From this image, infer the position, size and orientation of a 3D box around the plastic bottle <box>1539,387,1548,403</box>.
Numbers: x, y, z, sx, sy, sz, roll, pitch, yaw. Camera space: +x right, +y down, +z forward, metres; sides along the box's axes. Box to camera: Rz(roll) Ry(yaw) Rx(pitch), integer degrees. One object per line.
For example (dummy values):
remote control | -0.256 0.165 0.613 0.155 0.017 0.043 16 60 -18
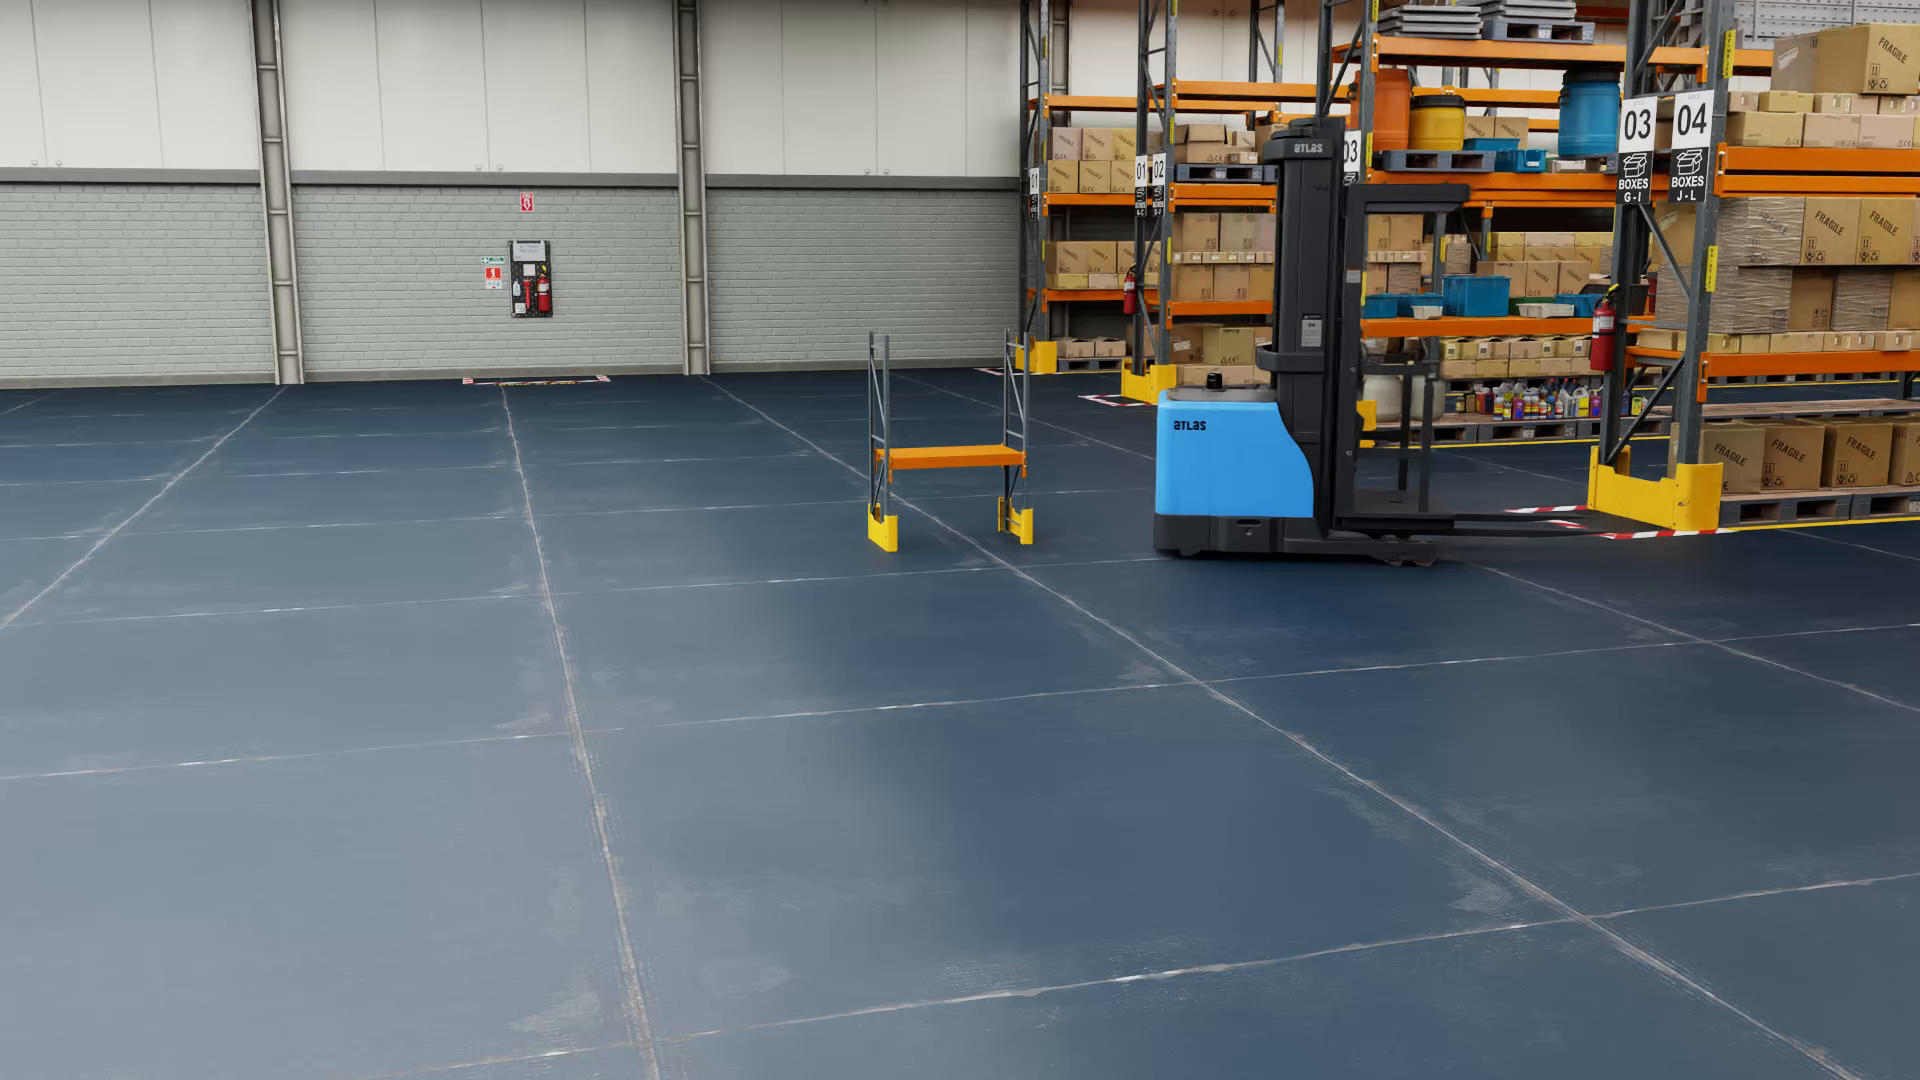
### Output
plastic bottle | 6.563 -1.587 18.704 0.097 0.271 0.097 0 10 0

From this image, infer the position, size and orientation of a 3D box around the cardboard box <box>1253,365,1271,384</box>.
cardboard box | 4.081 -2.258 22.460 0.500 0.250 0.500 -3 11 -16

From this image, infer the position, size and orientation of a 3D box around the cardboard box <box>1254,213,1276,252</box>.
cardboard box | 4.034 -4.128 22.327 0.500 0.500 0.700 -3 11 -16

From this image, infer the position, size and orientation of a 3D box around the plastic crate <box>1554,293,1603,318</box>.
plastic crate | 6.779 -2.529 17.908 0.616 0.251 0.499 -3 11 -16

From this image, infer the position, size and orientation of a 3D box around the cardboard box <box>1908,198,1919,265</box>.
cardboard box | 7.354 -2.385 12.859 0.500 0.500 0.500 -3 11 -16

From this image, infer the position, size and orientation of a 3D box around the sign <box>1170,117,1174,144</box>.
sign | 2.694 -5.211 21.150 0.005 0.325 0.100 -3 11 -16

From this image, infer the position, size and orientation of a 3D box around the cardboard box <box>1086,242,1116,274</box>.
cardboard box | 2.176 -4.525 26.628 0.500 0.500 0.500 -3 11 -16

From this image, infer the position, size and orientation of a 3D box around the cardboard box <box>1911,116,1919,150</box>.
cardboard box | 7.313 -3.101 12.737 0.500 0.250 0.500 -3 11 -14

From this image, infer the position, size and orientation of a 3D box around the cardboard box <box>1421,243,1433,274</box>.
cardboard box | 7.860 -4.837 28.543 0.500 0.500 0.700 -4 11 -21

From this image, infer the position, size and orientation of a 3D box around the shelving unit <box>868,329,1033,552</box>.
shelving unit | -0.073 -0.734 11.890 1.083 1.500 0.587 -3 11 -16

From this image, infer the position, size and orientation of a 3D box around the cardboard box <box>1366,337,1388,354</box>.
cardboard box | 5.517 -2.705 22.816 0.500 0.500 0.500 -3 11 -16

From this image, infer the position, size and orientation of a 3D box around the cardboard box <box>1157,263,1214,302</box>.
cardboard box | 2.996 -3.434 22.141 0.500 0.500 0.700 -3 11 -16

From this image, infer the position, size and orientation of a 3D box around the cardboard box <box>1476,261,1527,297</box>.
cardboard box | 7.633 -3.678 23.465 0.500 0.500 0.500 -2 11 -12

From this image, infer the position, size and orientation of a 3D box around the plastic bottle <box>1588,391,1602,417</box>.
plastic bottle | 6.899 -1.478 18.075 0.133 0.283 0.061 -2 11 -12

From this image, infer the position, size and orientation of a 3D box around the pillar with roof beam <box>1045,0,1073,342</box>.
pillar with roof beam | 2.790 -6.613 23.111 0.400 9.000 9.100 -3 11 -16

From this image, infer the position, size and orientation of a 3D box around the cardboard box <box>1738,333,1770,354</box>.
cardboard box | 5.895 -1.500 12.605 0.250 0.149 0.380 -3 11 -16

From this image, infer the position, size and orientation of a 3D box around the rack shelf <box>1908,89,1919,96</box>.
rack shelf | 15.986 -6.667 25.405 4.000 0.370 1.077 -3 11 -16

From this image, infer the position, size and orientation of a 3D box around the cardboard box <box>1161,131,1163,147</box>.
cardboard box | 3.570 -6.323 26.729 0.500 0.500 0.500 -3 11 -18

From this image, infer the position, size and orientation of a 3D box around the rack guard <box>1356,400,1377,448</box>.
rack guard | 3.985 -1.285 17.647 0.348 0.500 1.175 -3 11 -16

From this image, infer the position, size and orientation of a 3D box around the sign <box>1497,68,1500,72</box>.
sign | 8.998 -7.985 27.765 0.005 0.325 0.100 -3 11 -16

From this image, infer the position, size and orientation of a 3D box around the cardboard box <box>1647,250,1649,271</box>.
cardboard box | 11.818 -4.943 29.457 0.500 0.500 0.500 -3 11 -15

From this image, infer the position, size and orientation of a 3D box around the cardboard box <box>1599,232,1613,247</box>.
cardboard box | 11.317 -5.288 29.262 0.500 0.250 0.500 -3 11 -15

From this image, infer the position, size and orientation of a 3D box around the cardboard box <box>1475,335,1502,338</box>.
cardboard box | 7.671 -2.819 23.959 0.500 0.311 0.500 -3 11 -16

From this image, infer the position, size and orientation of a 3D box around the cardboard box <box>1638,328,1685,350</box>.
cardboard box | 5.525 -1.568 12.975 0.250 0.149 0.380 -3 11 -16

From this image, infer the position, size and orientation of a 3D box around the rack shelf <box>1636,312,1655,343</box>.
rack shelf | 9.686 -2.452 19.070 4.000 0.370 1.077 -3 11 -16

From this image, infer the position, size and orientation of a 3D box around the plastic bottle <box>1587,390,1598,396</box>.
plastic bottle | 6.978 -1.514 18.293 0.135 0.276 0.152 -3 11 -16

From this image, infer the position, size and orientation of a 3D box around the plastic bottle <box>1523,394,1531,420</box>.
plastic bottle | 6.082 -1.432 17.861 0.097 0.271 0.097 0 10 0

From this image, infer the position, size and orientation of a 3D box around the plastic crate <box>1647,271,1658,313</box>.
plastic crate | 8.145 -2.814 18.871 0.583 0.464 0.402 -3 11 -16

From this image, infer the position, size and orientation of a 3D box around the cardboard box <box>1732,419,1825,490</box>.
cardboard box | 6.478 -0.684 13.219 0.500 0.500 0.500 0 10 -1

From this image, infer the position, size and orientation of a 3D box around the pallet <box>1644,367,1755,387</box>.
pallet | 10.953 -2.428 24.655 1.213 0.211 1.003 -3 11 -16

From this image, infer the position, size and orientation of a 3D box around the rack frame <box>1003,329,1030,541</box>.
rack frame | 0.406 -0.759 12.027 0.032 1.500 0.500 -3 11 -16

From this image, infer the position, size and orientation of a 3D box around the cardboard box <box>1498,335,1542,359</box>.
cardboard box | 7.830 -2.725 23.448 0.500 0.311 0.500 -3 11 -18

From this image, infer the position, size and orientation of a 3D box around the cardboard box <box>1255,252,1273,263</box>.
cardboard box | 3.972 -3.767 22.156 0.250 0.149 0.380 -3 11 -18

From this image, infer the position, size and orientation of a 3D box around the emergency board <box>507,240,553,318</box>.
emergency board | -6.558 -3.989 25.427 0.643 1.169 0.194 -3 11 -16

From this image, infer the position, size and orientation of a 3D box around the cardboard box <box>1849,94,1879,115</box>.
cardboard box | 6.638 -3.256 12.478 0.250 0.149 0.380 -3 11 -16

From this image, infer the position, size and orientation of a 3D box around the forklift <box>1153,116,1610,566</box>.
forklift | 2.877 -1.368 11.383 3.031 2.935 1.130 1 11 7

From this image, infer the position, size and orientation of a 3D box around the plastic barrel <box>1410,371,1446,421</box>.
plastic barrel | 5.017 -1.558 17.934 0.421 0.512 0.421 0 10 0

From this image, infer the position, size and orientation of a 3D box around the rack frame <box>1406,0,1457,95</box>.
rack frame | 6.385 -6.517 22.590 0.127 3.000 1.000 -3 11 -16

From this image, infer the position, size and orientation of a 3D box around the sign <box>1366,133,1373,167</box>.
sign | 4.075 -3.886 16.562 0.005 0.325 0.100 -3 11 -16

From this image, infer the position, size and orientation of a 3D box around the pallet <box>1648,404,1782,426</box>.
pallet | 8.509 -1.380 18.960 1.213 0.211 1.003 -3 11 -16

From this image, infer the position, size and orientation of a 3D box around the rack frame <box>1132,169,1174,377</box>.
rack frame | 2.544 -3.364 22.034 0.127 3.000 1.000 -3 11 -16

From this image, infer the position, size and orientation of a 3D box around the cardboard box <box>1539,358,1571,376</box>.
cardboard box | 8.318 -2.476 23.644 0.500 0.250 0.500 -3 11 -15

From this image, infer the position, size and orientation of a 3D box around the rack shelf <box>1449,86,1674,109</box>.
rack shelf | 8.305 -6.067 23.241 4.000 0.370 1.077 -3 11 -16

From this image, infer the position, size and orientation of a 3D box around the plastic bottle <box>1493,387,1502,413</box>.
plastic bottle | 5.949 -1.564 18.563 0.135 0.276 0.152 -3 11 -18

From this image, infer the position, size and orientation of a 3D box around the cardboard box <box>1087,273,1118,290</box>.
cardboard box | 2.208 -4.159 26.713 0.500 0.250 0.500 -3 11 -18

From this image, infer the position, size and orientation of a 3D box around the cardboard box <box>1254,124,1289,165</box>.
cardboard box | 4.215 -5.200 21.901 0.500 0.500 0.500 -3 11 -16

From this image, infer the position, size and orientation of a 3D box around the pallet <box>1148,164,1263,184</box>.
pallet | 3.230 -4.827 21.940 1.213 0.211 1.003 -3 11 -16

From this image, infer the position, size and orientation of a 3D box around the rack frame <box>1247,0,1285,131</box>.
rack frame | 4.997 -7.378 27.267 0.127 3.000 1.000 -3 11 -16

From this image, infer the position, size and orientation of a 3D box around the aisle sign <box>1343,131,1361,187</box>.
aisle sign | 3.938 -3.727 16.824 0.004 0.787 0.394 -3 11 -16

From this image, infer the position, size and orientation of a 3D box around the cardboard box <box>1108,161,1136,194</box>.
cardboard box | 2.570 -5.780 26.544 0.500 0.500 0.500 -2 11 -13

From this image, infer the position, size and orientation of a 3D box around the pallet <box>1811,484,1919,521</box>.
pallet | 7.342 -0.370 13.474 1.213 0.211 1.003 -3 11 -16

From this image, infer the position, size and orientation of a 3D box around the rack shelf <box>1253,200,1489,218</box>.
rack shelf | 6.917 -5.650 28.153 4.000 0.370 1.077 -3 11 -16
